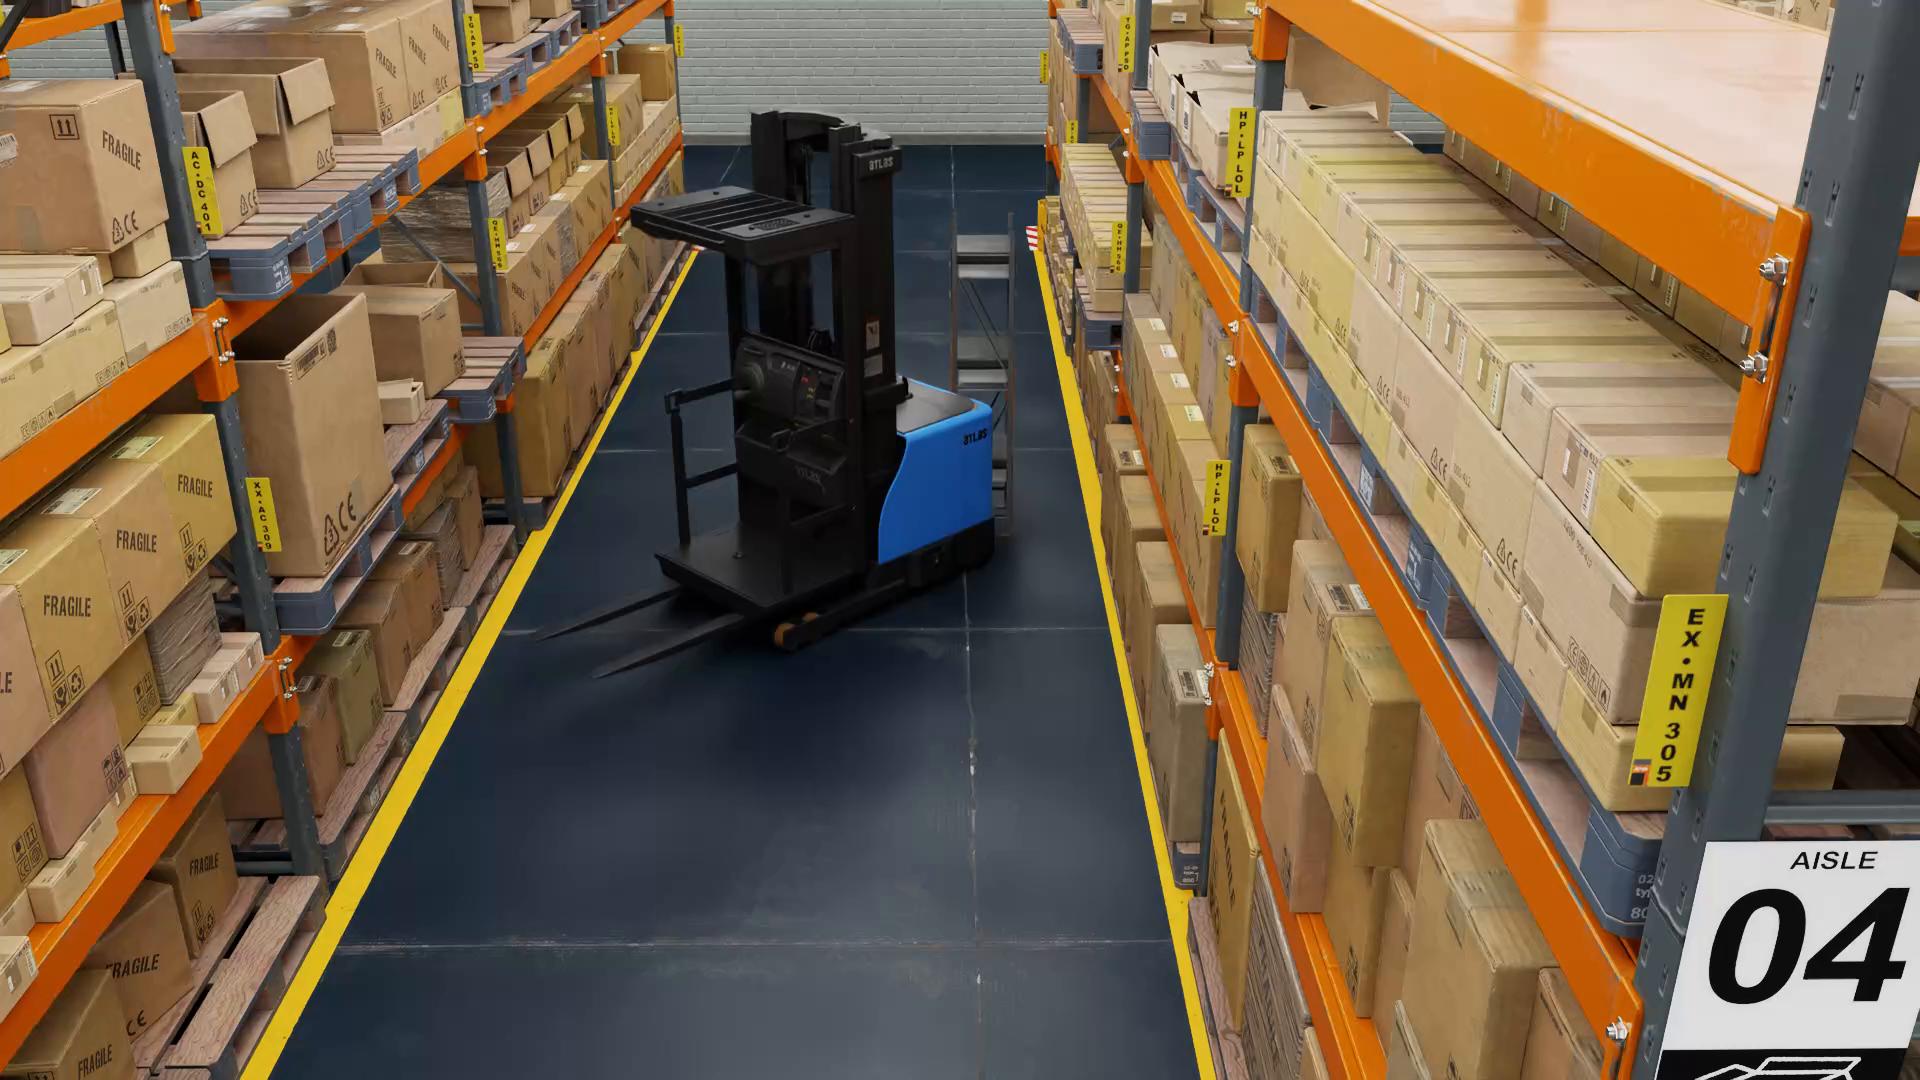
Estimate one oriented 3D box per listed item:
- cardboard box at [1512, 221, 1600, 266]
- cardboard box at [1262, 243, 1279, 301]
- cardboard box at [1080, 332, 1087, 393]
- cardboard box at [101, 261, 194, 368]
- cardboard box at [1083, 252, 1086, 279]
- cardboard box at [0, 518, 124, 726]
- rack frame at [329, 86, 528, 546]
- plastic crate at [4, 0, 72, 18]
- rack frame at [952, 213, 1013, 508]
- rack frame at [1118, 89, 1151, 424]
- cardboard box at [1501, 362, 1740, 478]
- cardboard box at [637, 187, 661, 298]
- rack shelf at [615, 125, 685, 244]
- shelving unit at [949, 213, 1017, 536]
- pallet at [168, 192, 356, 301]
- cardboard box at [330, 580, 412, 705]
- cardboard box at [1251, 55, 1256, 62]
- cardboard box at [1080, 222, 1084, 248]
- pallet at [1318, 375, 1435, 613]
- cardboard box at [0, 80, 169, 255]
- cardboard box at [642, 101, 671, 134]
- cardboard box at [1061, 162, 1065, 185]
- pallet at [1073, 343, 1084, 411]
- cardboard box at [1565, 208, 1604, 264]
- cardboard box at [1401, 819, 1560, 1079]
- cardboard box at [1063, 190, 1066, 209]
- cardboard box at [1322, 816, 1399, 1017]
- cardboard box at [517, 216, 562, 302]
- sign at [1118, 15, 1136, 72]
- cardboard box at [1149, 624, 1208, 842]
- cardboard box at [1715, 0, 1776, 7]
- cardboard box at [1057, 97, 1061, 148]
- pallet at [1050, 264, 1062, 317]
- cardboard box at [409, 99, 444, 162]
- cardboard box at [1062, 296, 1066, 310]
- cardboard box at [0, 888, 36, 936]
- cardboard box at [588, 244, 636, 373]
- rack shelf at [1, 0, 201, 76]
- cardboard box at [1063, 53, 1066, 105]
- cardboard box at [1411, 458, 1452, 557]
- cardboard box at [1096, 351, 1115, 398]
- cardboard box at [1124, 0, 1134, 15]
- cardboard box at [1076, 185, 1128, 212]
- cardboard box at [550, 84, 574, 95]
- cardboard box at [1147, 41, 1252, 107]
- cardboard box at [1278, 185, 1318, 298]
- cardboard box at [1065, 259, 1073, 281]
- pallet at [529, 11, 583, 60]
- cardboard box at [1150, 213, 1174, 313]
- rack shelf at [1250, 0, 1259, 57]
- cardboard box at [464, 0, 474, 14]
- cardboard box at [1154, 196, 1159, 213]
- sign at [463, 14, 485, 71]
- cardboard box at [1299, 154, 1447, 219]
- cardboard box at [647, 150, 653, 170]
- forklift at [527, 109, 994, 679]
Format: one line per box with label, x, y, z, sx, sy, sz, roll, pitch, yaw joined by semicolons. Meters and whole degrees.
cardboard box;1.845;-0.737;4.789;0.500;0.250;0.500;0;24;-1
cardboard box;1.243;-0.913;5.663;0.380;0.149;0.250;0;24;0
cardboard box;1.237;-1.507;13.467;0.500;0.500;0.500;1;24;2
cardboard box;-3.120;-0.813;5.950;0.500;0.250;0.500;1;24;1
cardboard box;1.062;-1.920;11.649;0.380;0.149;0.250;-1;24;-1
cardboard box;-3.095;0.258;5.344;0.500;0.500;0.500;0;24;-1
rack frame;-3.430;-1.350;10.594;1.000;3.000;0.127;0;24;-1
plastic crate;-8.166;-4.796;14.733;0.497;0.269;0.590;0;24;-1
rack frame;0.147;-1.185;11.323;0.400;2.100;0.015;0;24;0
rack frame;1.531;-1.330;10.552;1.000;3.000;0.127;0;24;-1
cardboard box;1.271;-0.232;3.190;0.380;0.149;0.250;0;24;0
cardboard box;-3.411;-2.864;16.012;0.875;0.875;0.875;0;24;-1
rack shelf;-3.496;-3.494;16.209;1.077;0.370;4.000;0;24;-1
shelving unit;0.147;-1.085;11.101;0.431;2.100;0.503;0;24;0
pallet;-3.287;-1.238;6.934;1.213;0.211;1.003;0;24;-1
cardboard box;-3.365;0.557;8.879;0.700;0.500;0.500;-2;24;-5
cardboard box;1.842;-2.464;8.895;0.500;0.311;0.500;0;24;-1
cardboard box;1.057;-2.168;11.839;0.380;0.149;0.250;0;24;-1
pallet;1.583;-0.170;4.453;1.003;0.211;1.213;0;24;-1
cardboard box;-3.127;-1.293;5.739;0.500;0.500;0.500;-1;24;-2
cardboard box;-3.242;-4.306;16.952;0.500;0.250;0.500;-1;24;-1
cardboard box;1.031;-3.027;13.736;0.380;0.149;0.250;0;24;0
pallet;1.497;-1.387;14.061;1.003;0.211;1.213;0;24;-1
cardboard box;1.910;-0.865;4.589;0.380;0.149;0.250;-1;24;-1
cardboard box;1.554;1.026;3.848;0.875;0.550;0.550;0;24;-1
cardboard box;1.040;-2.777;13.545;0.380;0.149;0.250;0;24;0
cardboard box;1.613;1.069;5.064;0.875;0.550;0.500;0;24;-1
cardboard box;-3.180;-2.020;11.956;0.500;0.500;0.500;-1;24;-2
sign;0.988;-2.931;9.823;0.100;0.325;0.005;0;24;-1
cardboard box;1.478;0.896;7.849;1.050;0.750;0.750;0;24;-1
cardboard box;6.155;-4.282;12.806;0.500;0.500;0.500;-1;24;-2
cardboard box;1.208;-3.989;15.948;0.500;0.500;0.500;-1;24;-2
pallet;1.428;-2.489;16.496;1.003;0.211;1.213;0;24;-1
cardboard box;-3.161;-2.249;9.124;0.500;0.250;0.500;0;24;-1
cardboard box;1.155;-2.247;15.528;0.380;0.149;0.250;-1;24;-2
cardboard box;-3.162;1.222;5.213;0.380;0.149;0.250;0;24;-1
cardboard box;-3.447;-1.958;14.007;1.225;0.875;0.875;0;24;0
rack shelf;-8.448;-4.839;15.542;1.077;0.370;4.000;0;24;-1
cardboard box;1.209;-4.232;15.271;0.500;0.500;0.500;0;24;1
cardboard box;1.264;-0.078;3.817;0.380;0.149;0.250;-1;24;-1
cardboard box;1.245;-1.213;11.906;0.500;0.250;0.500;0;24;0
cardboard box;1.246;-3.468;10.588;0.396;0.266;0.258;0;24;-1
cardboard box;1.053;-2.518;12.251;0.380;0.149;0.250;0;24;1
cardboard box;-3.747;-3.802;14.926;0.500;0.500;0.500;0;24;0
cardboard box;1.319;-2.594;9.183;0.500;0.311;0.500;0;24;0
cardboard box;1.307;-0.942;5.244;0.500;0.250;0.500;0;24;-1
cardboard box;1.171;-2.495;15.355;0.380;0.149;0.250;0;24;-1
pallet;-3.414;-3.900;12.825;0.805;0.209;1.217;-1;24;-3
cardboard box;1.526;-1.646;9.916;0.700;0.500;0.500;0;24;-1
rack shelf;1.552;-2.730;7.724;1.077;0.370;4.000;0;24;-1
cardboard box;-3.509;-3.206;10.423;0.797;0.503;0.637;1;24;3
cardboard box;1.702;-2.597;12.787;0.380;0.149;0.250;-1;24;-3
sign;-2.888;-2.954;9.873;0.100;0.325;0.005;0;24;-1
cardboard box;1.248;-1.069;5.040;0.380;0.149;0.250;-1;24;-1
cardboard box;-3.163;-3.649;15.983;0.380;0.149;0.250;-1;24;-2
forklift;-1.169;-0.919;9.726;1.130;2.935;3.031;22;32;40
